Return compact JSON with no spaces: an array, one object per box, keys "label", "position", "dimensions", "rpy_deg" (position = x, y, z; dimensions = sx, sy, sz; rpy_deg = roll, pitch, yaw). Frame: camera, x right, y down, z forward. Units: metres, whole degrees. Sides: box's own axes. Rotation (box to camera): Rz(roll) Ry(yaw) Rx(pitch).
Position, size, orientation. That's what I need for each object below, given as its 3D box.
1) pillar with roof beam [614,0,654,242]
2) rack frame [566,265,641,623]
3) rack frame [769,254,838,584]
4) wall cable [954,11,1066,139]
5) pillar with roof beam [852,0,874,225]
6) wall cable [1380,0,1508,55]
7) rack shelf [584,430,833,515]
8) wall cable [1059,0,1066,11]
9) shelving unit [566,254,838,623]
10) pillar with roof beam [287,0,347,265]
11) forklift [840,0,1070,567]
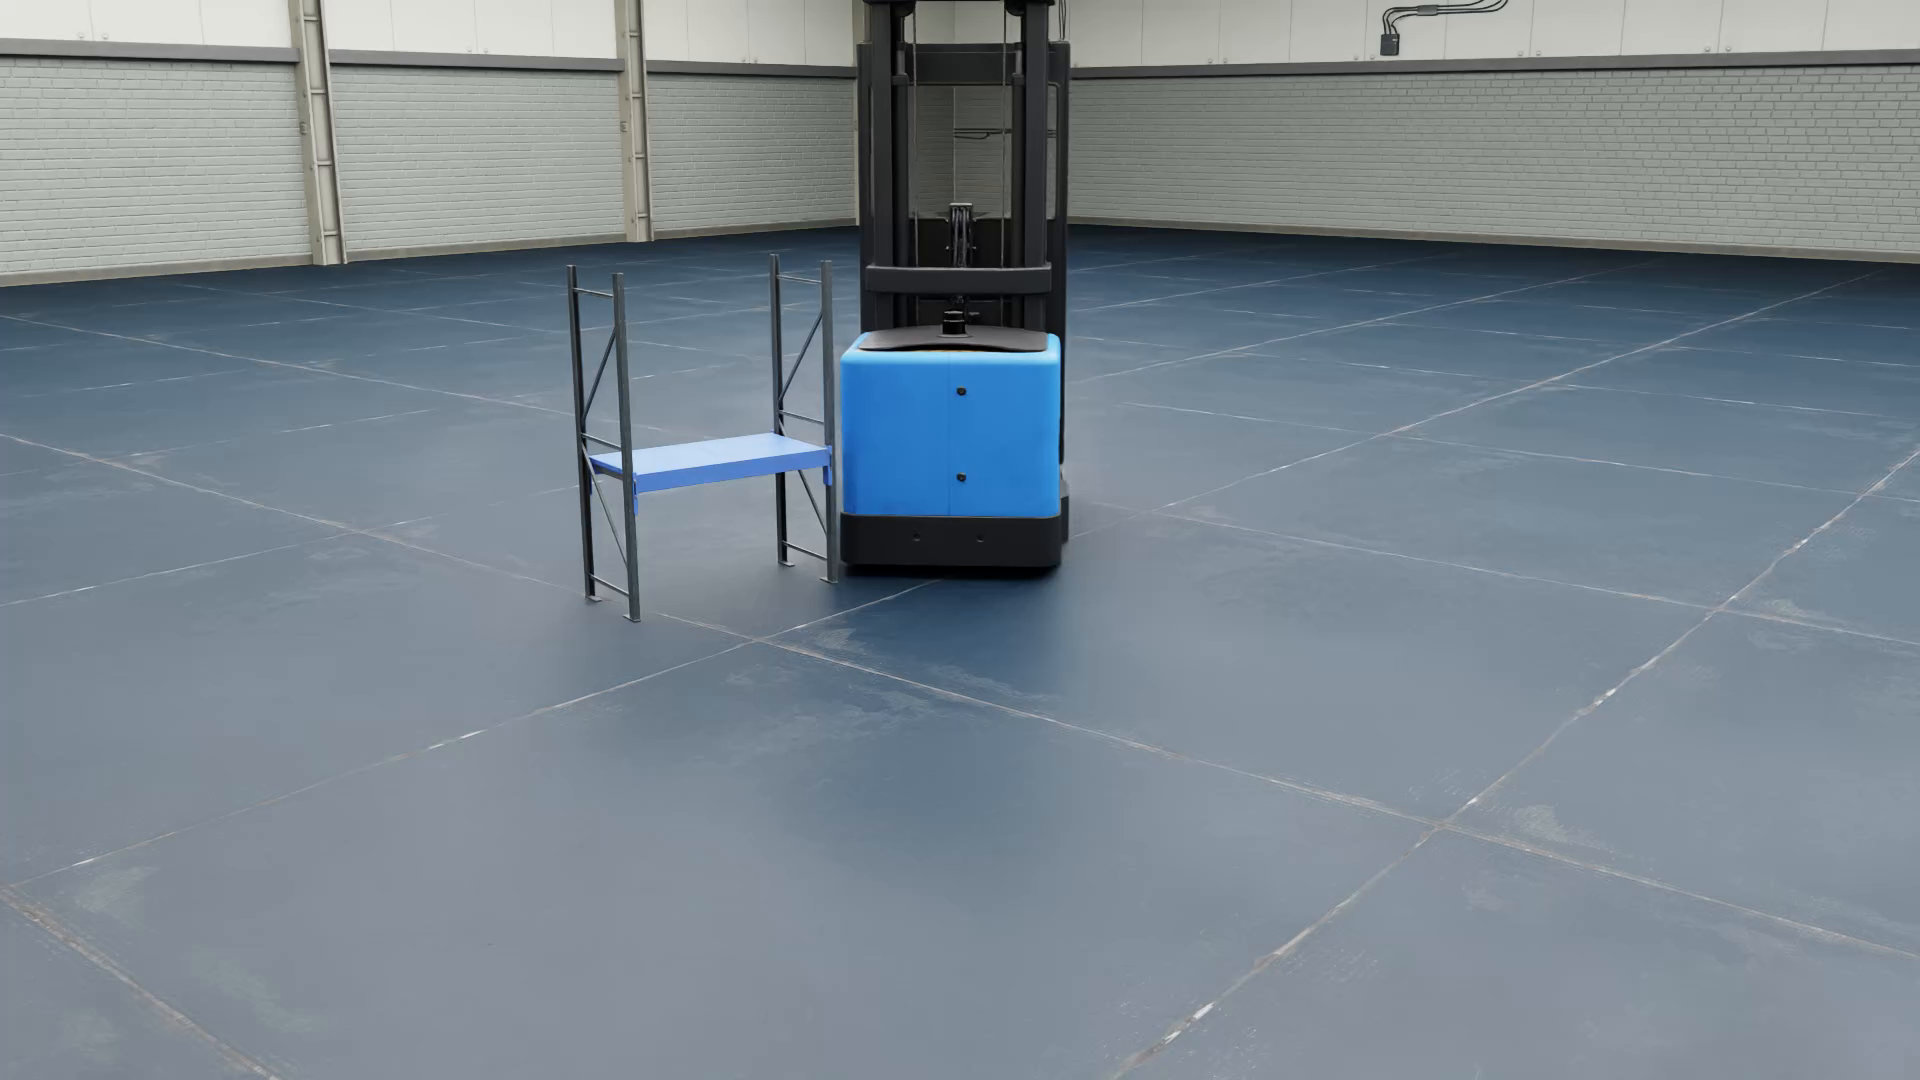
[{"label":"pillar with roof beam","position":[-2.318,-8.981,25.701],"dimensions":[9.100,9.000,0.400],"rpy_deg":[11,18,38]},{"label":"rack frame","position":[-1.550,-0.420,7.229],"dimensions":[0.032,1.500,0.500],"rpy_deg":[-10,18,-36]},{"label":"rack frame","position":[-0.736,-0.570,7.820],"dimensions":[0.032,1.500,0.500],"rpy_deg":[-10,18,-36]},{"label":"wall cable","position":[0.985,-9.651,34.644],"dimensions":[3.097,2.526,0.112],"rpy_deg":[11,18,38]},{"label":"pillar with roof beam","position":[1.453,-10.130,30.224],"dimensions":[9.100,9.000,0.400],"rpy_deg":[11,18,38]},{"label":"wall cable","position":[8.359,-11.332,28.048],"dimensions":[2.305,6.003,0.169],"rpy_deg":[11,18,38]},{"label":"rack shelf","position":[-1.143,-0.320,7.569],"dimensions":[1.000,0.185,0.538],"rpy_deg":[-10,18,-36]},{"label":"wall cable","position":[3.089,-11.680,32.374],"dimensions":[3.097,2.526,0.112],"rpy_deg":[11,18,38]},{"label":"shelving unit","position":[-1.143,-0.495,7.524],"dimensions":[1.048,1.500,0.538],"rpy_deg":[-10,18,-36]},{"label":"pillar with roof beam","position":[-6.089,-7.832,21.178],"dimensions":[9.100,9.000,0.400],"rpy_deg":[11,18,38]},{"label":"forklift","position":[0.032,-1.600,8.969],"dimensions":[1.130,2.935,3.031],"rpy_deg":[1,14,3]}]
